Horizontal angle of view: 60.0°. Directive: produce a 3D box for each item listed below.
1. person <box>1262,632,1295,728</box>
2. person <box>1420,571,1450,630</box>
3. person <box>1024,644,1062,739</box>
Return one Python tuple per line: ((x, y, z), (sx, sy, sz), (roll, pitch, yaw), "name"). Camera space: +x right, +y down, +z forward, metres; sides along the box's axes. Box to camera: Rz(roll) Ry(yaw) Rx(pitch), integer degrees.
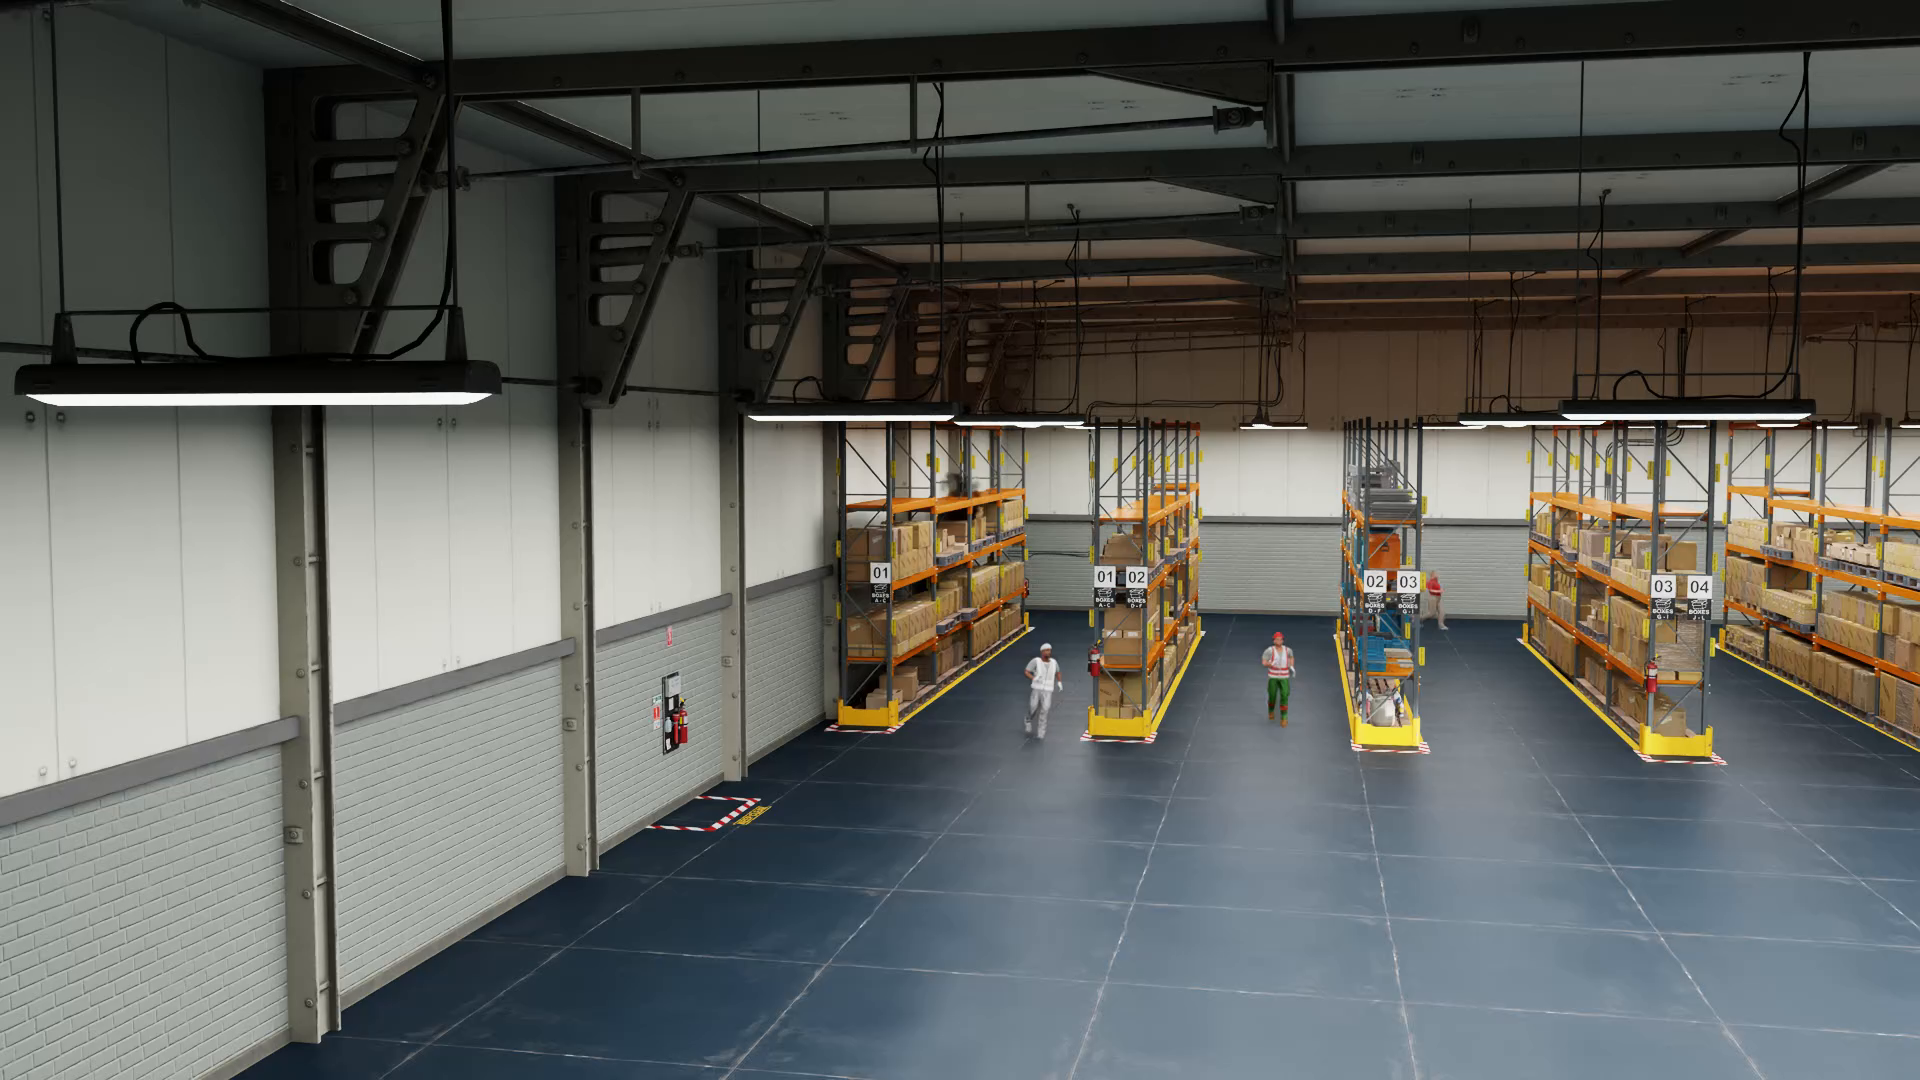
((6.208, 2.691, 32.438), (0.649, 1.788, 0.973), (0, 4, 2), "person")
((13.692, 1.744, 48.036), (0.926, 1.699, 0.673), (2, 4, 30), "person")
((1.571, 2.821, 31.114), (0.743, 1.728, 0.944), (0, 4, -7), "person")
